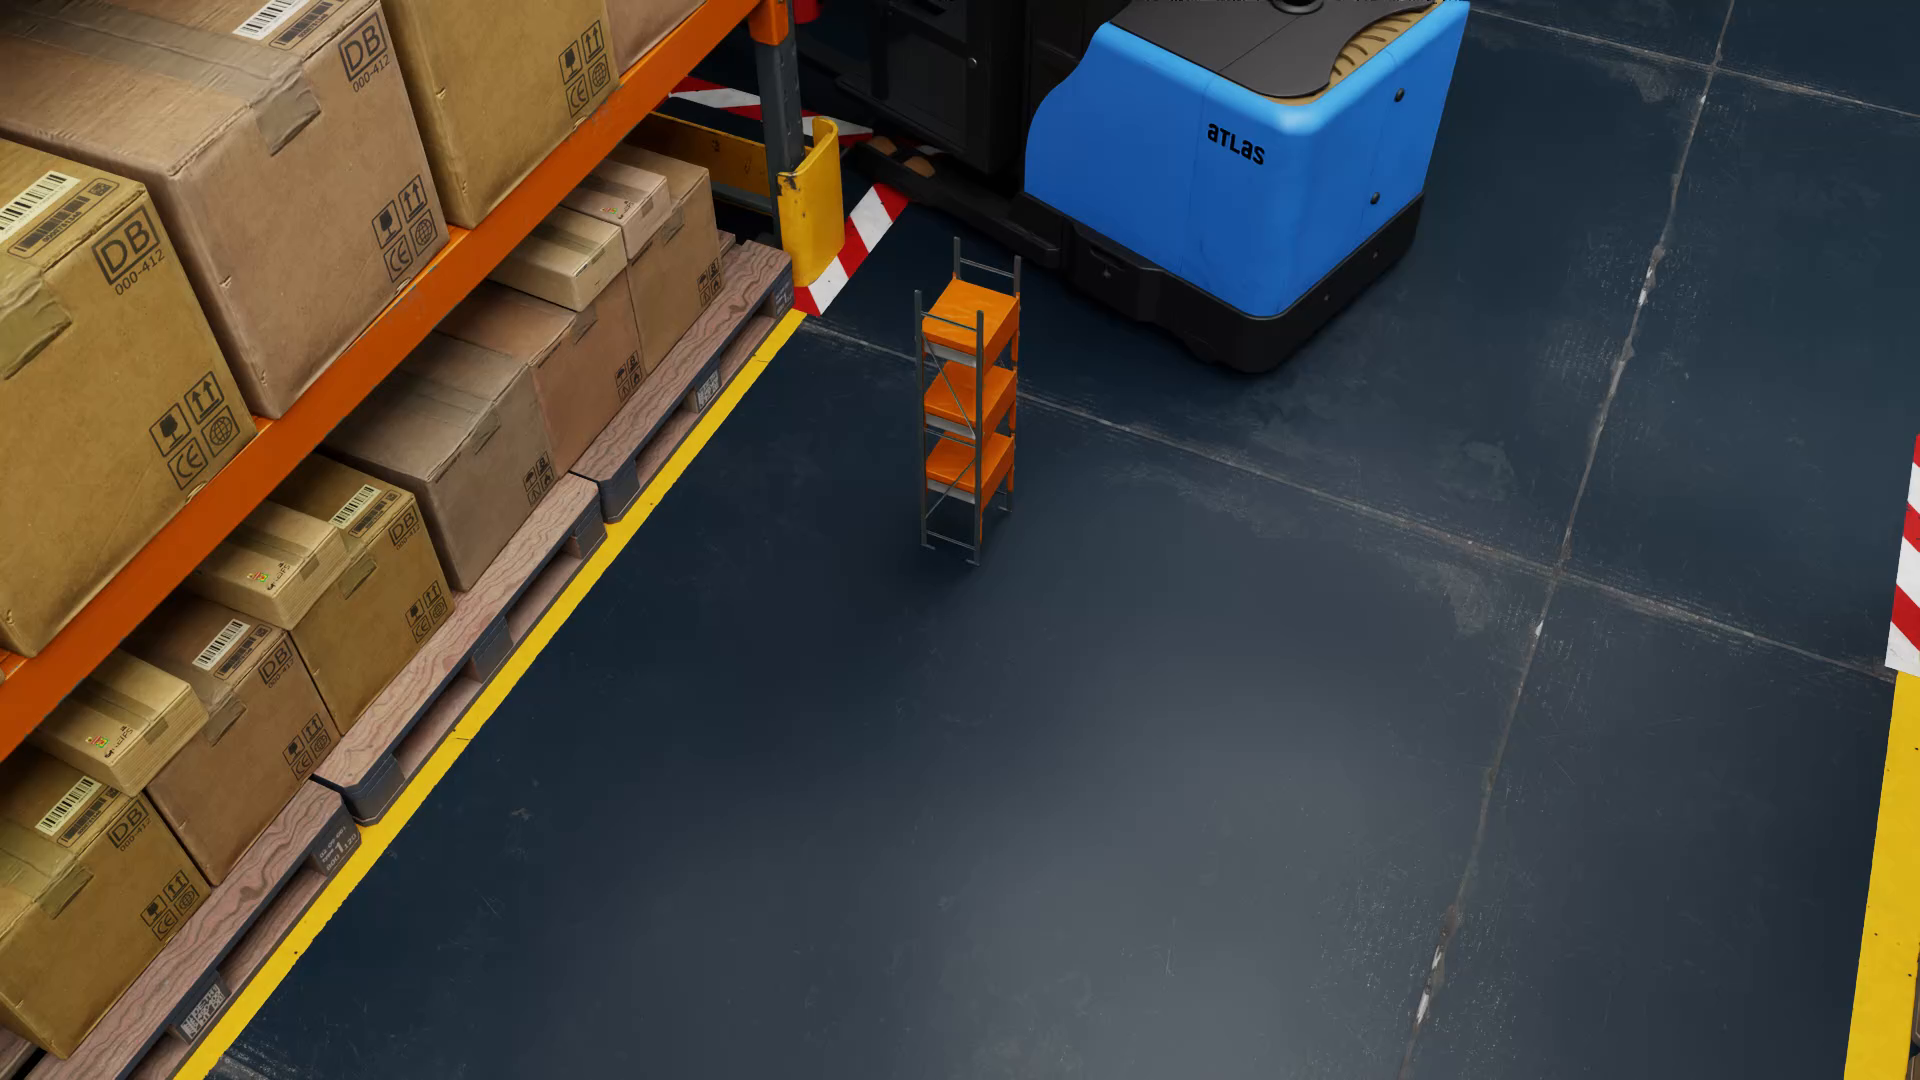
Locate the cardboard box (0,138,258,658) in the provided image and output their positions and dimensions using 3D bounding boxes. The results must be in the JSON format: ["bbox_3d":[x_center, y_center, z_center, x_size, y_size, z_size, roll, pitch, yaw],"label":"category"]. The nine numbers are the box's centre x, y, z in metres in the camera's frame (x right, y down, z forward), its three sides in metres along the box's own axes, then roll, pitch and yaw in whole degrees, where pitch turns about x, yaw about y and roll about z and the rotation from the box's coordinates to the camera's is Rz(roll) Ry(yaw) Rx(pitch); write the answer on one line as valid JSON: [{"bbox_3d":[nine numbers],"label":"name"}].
[{"bbox_3d":[-2.163,-0.375,3.402,0.980,0.700,0.700,19,52,15],"label":"cardboard box"}]

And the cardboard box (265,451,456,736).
[{"bbox_3d":[-1.876,0.086,4.573,0.700,0.500,0.500,21,53,17],"label":"cardboard box"}]

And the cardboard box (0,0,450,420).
[{"bbox_3d":[-1.861,-0.879,3.831,0.980,0.700,0.700,18,52,14],"label":"cardboard box"}]

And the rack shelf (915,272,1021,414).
[{"bbox_3d":[0.023,-0.554,4.673,0.215,0.259,0.240,20,52,16],"label":"rack shelf"}]

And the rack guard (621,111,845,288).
[{"bbox_3d":[-1.008,-1.369,6.087,1.175,0.500,0.348,20,52,16],"label":"rack guard"}]

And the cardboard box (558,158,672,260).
[{"bbox_3d":[-1.117,-1.037,5.102,0.380,0.149,0.250,19,52,16],"label":"cardboard box"}]

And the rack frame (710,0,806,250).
[{"bbox_3d":[-1.018,-2.163,5.121,1.000,3.000,0.127,20,52,16],"label":"rack frame"}]

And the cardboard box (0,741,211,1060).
[{"bbox_3d":[-2.314,0.784,3.979,0.700,0.500,0.500,20,53,17],"label":"cardboard box"}]

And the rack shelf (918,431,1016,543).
[{"bbox_3d":[0.023,-0.190,5.101,0.215,0.259,0.240,20,52,16],"label":"rack shelf"}]

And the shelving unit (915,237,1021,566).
[{"bbox_3d":[0.023,-0.377,4.882,0.215,1.050,0.252,20,52,16],"label":"shelving unit"}]

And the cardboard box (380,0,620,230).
[{"bbox_3d":[-1.527,-1.401,4.276,0.980,0.700,0.700,19,52,16],"label":"cardboard box"}]

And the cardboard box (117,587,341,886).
[{"bbox_3d":[-2.097,0.439,4.272,0.700,0.500,0.500,19,52,16],"label":"cardboard box"}]

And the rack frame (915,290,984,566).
[{"bbox_3d":[-0.029,-0.293,4.810,0.200,1.050,0.008,20,52,16],"label":"rack frame"}]

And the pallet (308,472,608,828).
[{"bbox_3d":[-1.811,0.154,4.980,1.003,0.211,1.213,20,52,16],"label":"pallet"}]

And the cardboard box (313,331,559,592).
[{"bbox_3d":[-1.654,-0.283,4.887,0.700,0.500,0.500,18,52,15],"label":"cardboard box"}]

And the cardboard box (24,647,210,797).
[{"bbox_3d":[-2.003,0.397,3.882,0.380,0.149,0.250,21,53,17],"label":"cardboard box"}]

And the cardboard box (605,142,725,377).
[{"bbox_3d":[-1.226,-0.974,5.475,0.700,0.500,0.500,20,52,16],"label":"cardboard box"}]

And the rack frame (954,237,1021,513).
[{"bbox_3d":[0.075,-0.461,4.953,0.200,1.050,0.008,20,52,16],"label":"rack frame"}]

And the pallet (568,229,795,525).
[{"bbox_3d":[-1.289,-0.683,5.693,1.003,0.211,1.213,20,52,16],"label":"pallet"}]

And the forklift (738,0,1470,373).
[{"bbox_3d":[0.233,-2.506,5.458,3.031,2.935,1.130,35,58,26],"label":"forklift"}]

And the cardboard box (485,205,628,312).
[{"bbox_3d":[-1.225,-0.861,4.952,0.380,0.149,0.250,21,53,17],"label":"cardboard box"}]

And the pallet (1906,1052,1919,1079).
[{"bbox_3d":[2.568,1.789,3.590,1.003,0.211,1.213,20,52,16],"label":"pallet"}]

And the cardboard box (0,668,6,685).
[{"bbox_3d":[-2.480,0.126,2.976,0.980,0.700,0.700,21,53,17],"label":"cardboard box"}]

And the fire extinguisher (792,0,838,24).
[{"bbox_3d":[-0.536,-1.971,5.253,0.296,0.674,0.183,20,52,16],"label":"fire extinguisher"}]

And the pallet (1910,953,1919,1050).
[{"bbox_3d":[3.090,0.952,4.302,1.003,0.211,1.213,20,52,16],"label":"pallet"}]

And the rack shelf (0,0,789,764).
[{"bbox_3d":[-1.872,-0.553,4.223,1.077,0.370,4.000,20,52,16],"label":"rack shelf"}]

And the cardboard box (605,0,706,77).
[{"bbox_3d":[-1.227,-1.906,4.705,0.980,0.700,0.700,22,53,18],"label":"cardboard box"}]

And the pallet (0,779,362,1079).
[{"bbox_3d":[-2.331,0.997,4.263,1.003,0.211,1.213,20,52,16],"label":"pallet"}]

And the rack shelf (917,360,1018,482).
[{"bbox_3d":[0.023,-0.370,4.890,0.215,0.259,0.240,20,52,16],"label":"rack shelf"}]

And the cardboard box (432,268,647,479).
[{"bbox_3d":[-1.440,-0.630,5.182,0.700,0.500,0.500,20,52,16],"label":"cardboard box"}]

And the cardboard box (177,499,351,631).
[{"bbox_3d":[-1.780,0.038,4.188,0.380,0.149,0.250,18,52,15],"label":"cardboard box"}]
